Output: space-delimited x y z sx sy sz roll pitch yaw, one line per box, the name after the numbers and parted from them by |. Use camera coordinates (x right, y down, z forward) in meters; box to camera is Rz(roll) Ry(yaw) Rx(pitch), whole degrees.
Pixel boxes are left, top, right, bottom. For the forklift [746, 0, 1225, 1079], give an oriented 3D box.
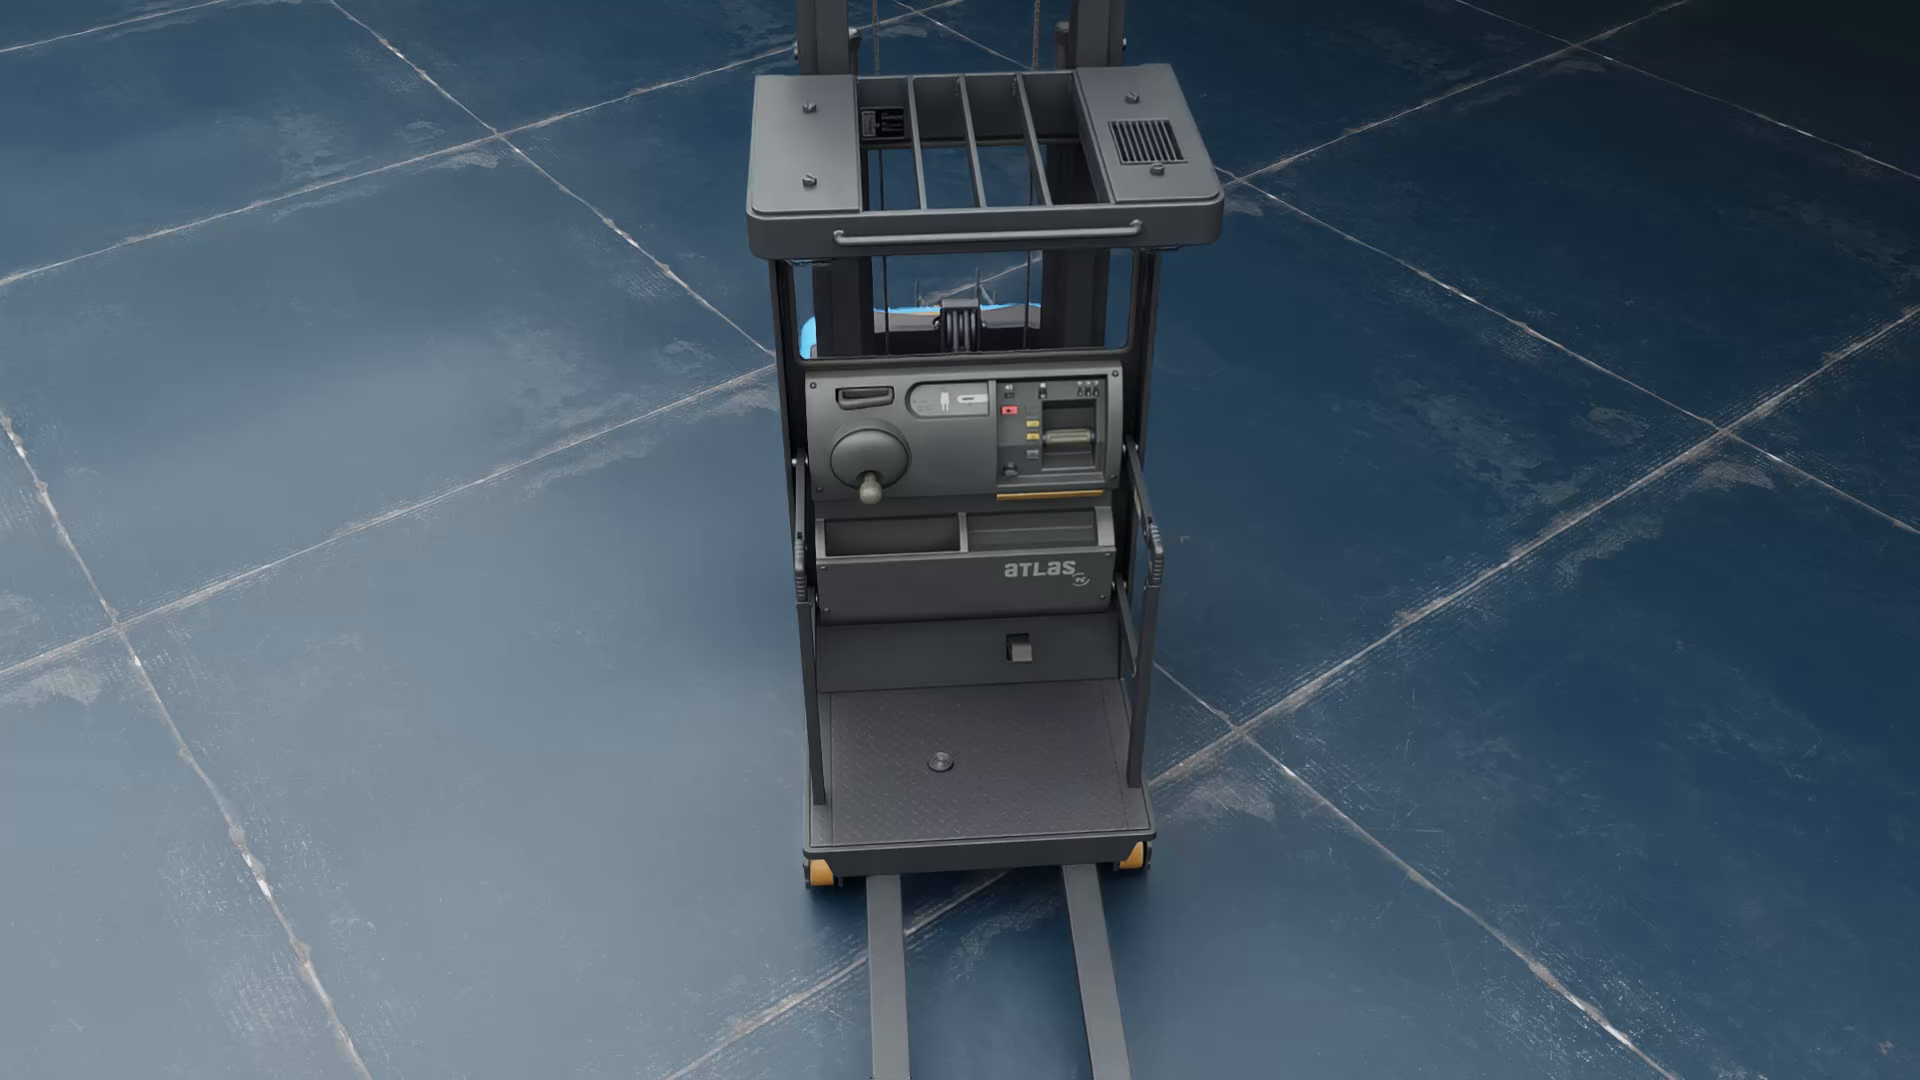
0.033 -0.236 4.727 1.130 2.935 3.031 -3 39 -3 | forklift

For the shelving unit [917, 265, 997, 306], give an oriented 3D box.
-0.014 -0.564 6.610 0.252 1.050 0.215 -12 41 -15 | shelving unit

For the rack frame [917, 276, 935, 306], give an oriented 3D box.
-0.129 -0.539 6.579 0.008 1.050 0.200 -12 41 -15 | rack frame

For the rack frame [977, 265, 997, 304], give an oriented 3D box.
0.102 -0.589 6.640 0.008 1.050 0.200 -12 41 -15 | rack frame

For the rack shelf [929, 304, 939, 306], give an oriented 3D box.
-0.014 -0.775 6.436 0.240 0.259 0.215 -12 41 -15 | rack shelf
